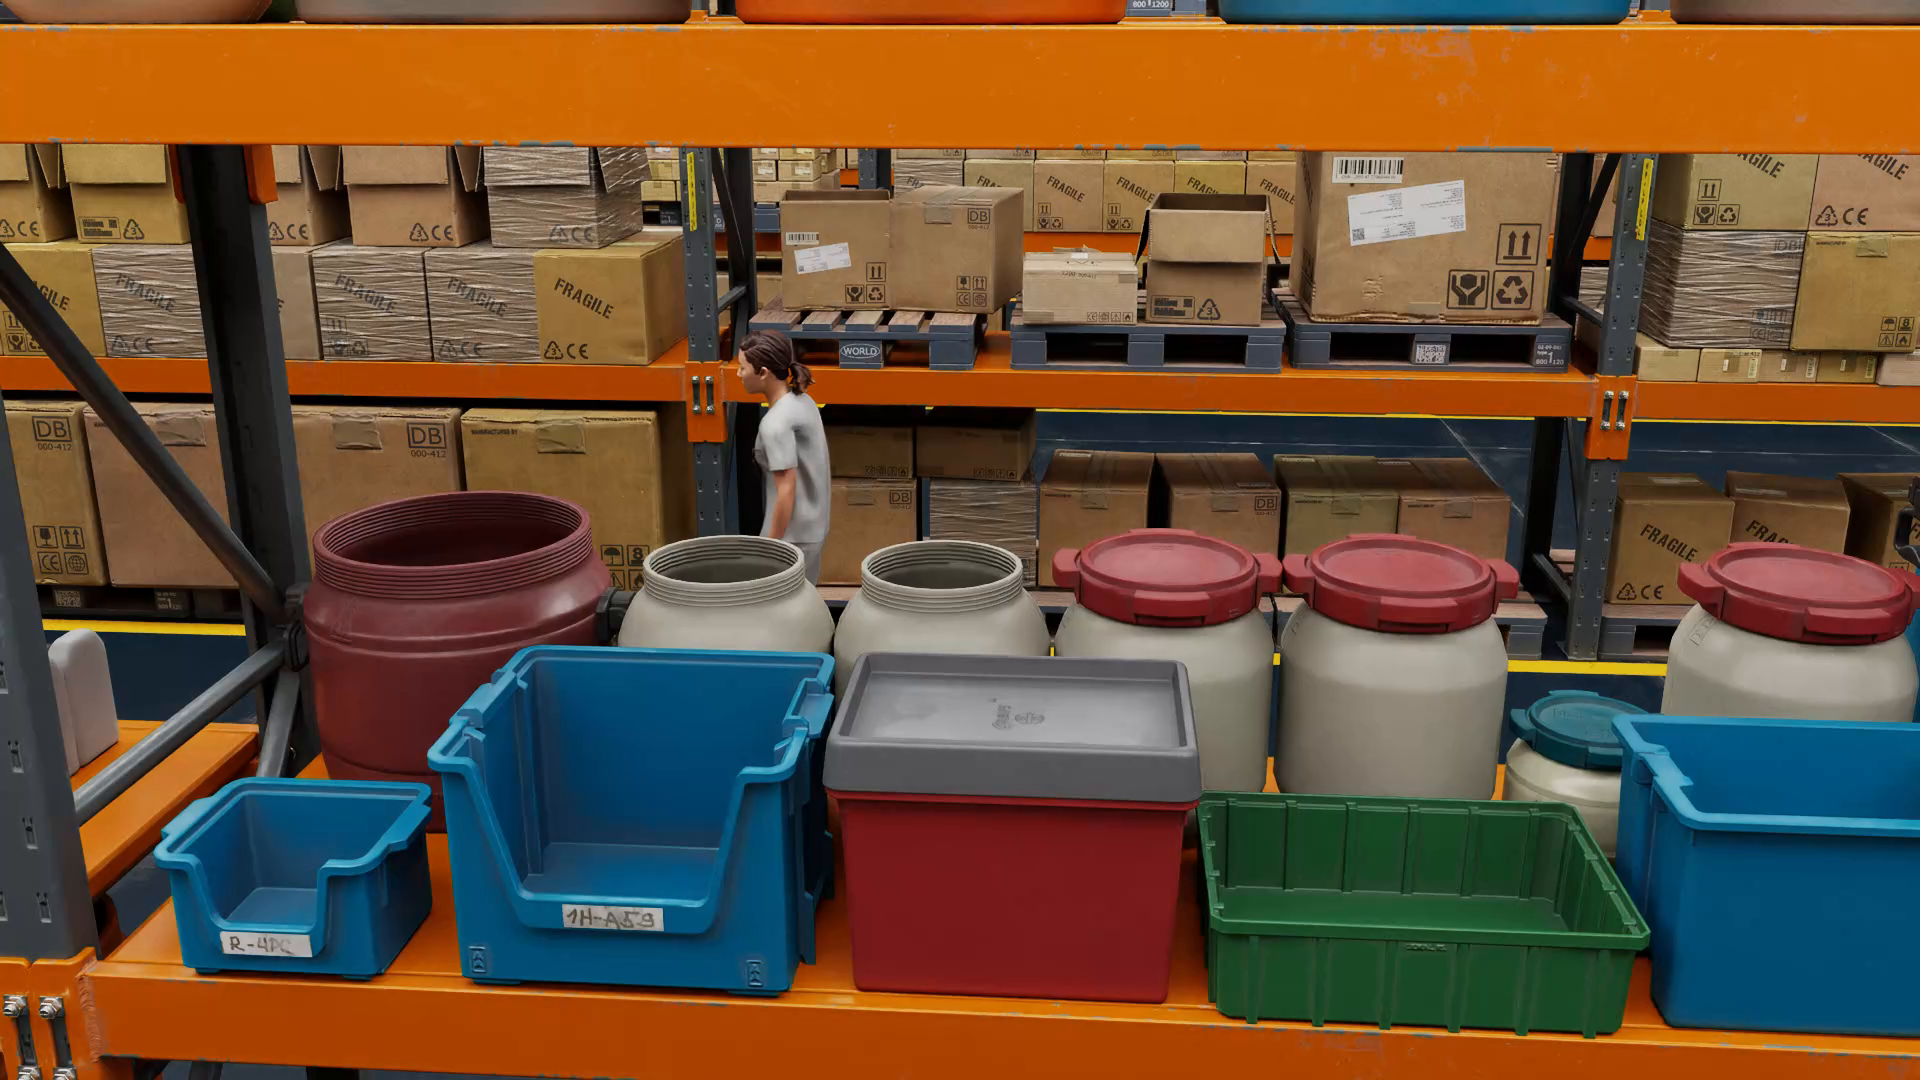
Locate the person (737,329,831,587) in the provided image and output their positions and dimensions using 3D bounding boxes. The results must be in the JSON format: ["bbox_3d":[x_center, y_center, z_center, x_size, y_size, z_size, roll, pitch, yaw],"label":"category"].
[{"bbox_3d":[-0.715,-0.014,6.597,0.408,1.672,0.485,1,18,4],"label":"person"}]
